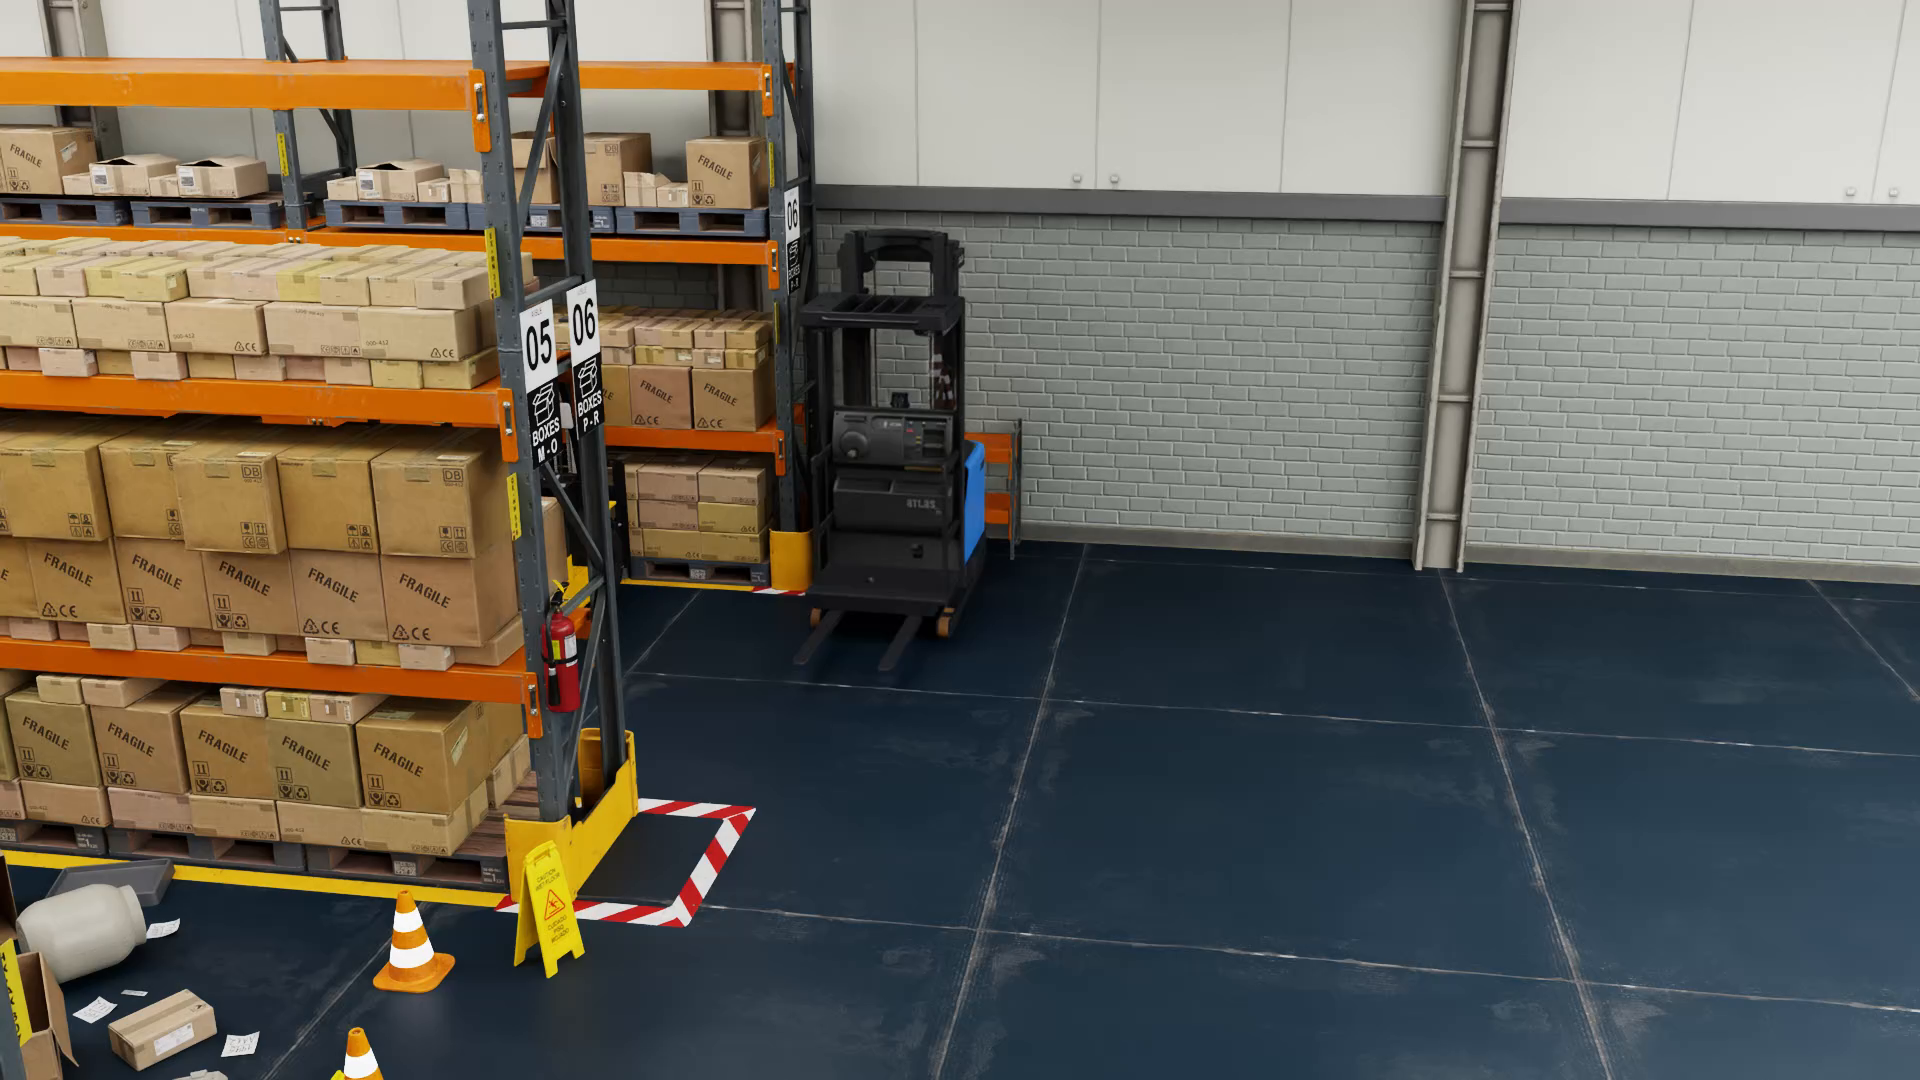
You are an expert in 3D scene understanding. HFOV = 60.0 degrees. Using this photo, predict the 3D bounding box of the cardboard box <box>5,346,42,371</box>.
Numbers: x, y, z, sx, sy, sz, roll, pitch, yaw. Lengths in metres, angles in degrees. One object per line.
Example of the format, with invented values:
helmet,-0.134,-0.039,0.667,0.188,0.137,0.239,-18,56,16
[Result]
cardboard box,-4.767,-1.000,8.732,0.250,0.149,0.380,2,19,7

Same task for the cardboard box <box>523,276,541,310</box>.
cardboard box,-2.556,-1.239,8.820,0.500,0.250,0.500,3,19,8

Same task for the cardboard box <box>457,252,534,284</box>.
cardboard box,-2.420,-1.401,8.676,0.250,0.149,0.380,3,19,8

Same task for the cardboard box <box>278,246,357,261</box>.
cardboard box,-3.404,-1.459,8.849,0.250,0.149,0.380,3,19,8

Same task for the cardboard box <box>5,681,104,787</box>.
cardboard box,-4.981,1.047,9.435,0.500,0.500,0.500,4,19,11

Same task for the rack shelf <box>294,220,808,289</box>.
rack shelf,-3.293,-2.375,13.581,4.000,0.370,1.077,3,19,9

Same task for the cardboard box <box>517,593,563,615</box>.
cardboard box,-2.404,0.399,9.279,0.250,0.149,0.380,3,19,9

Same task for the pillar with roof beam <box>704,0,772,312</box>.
pillar with roof beam,-2.545,-3.007,9.608,0.400,9.000,9.100,3,19,9

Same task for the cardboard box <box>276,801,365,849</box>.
cardboard box,-3.453,1.482,9.319,0.500,0.250,0.500,3,19,9

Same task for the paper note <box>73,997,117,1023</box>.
paper note,-4.166,2.262,8.013,0.142,0.019,0.148,10,21,27

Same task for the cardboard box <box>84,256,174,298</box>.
cardboard box,-4.244,-1.350,8.524,0.250,0.149,0.380,3,19,10

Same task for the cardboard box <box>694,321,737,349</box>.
cardboard box,-1.953,-1.644,13.341,0.250,0.149,0.380,3,19,9

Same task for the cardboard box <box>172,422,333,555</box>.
cardboard box,-3.659,-0.279,8.708,0.500,0.500,0.700,3,19,8

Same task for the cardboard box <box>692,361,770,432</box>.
cardboard box,-1.845,-1.183,13.454,0.500,0.500,0.500,3,19,7

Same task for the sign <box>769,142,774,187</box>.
sign,-1.418,-2.829,12.532,0.005,0.325,0.100,3,19,9

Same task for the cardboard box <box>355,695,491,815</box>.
cardboard box,-2.934,1.153,9.121,0.500,0.500,0.500,3,19,9

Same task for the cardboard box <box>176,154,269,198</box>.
cardboard box,-6.021,-2.981,13.580,0.500,0.311,0.500,2,19,7

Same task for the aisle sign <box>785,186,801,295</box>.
aisle sign,-1.300,-2.331,12.945,0.004,0.787,0.394,3,19,9

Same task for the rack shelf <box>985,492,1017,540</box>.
rack shelf,-0.017,-0.237,14.505,1.000,0.278,0.538,3,18,9

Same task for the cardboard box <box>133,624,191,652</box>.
cardboard box,-4.276,0.467,9.075,0.250,0.149,0.380,3,19,8

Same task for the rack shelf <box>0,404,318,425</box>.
rack shelf,-7.242,-1.154,14.659,4.000,0.370,1.077,3,19,9

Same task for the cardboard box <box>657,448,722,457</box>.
cardboard box,-2.256,-0.670,14.174,0.500,0.250,0.500,3,19,9

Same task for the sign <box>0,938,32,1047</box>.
sign,-2.693,1.296,4.713,0.005,0.325,0.100,3,19,9

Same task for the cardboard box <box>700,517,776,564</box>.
cardboard box,-1.832,-0.013,13.787,0.500,0.250,0.500,3,19,9

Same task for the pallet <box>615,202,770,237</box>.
pallet,-2.012,-2.618,13.311,1.213,0.211,1.003,3,19,9

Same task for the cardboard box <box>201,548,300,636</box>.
cardboard box,-3.668,0.180,8.913,0.500,0.500,0.500,3,19,8

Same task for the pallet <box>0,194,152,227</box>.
pallet,-7.428,-2.867,14.216,1.213,0.211,1.003,4,19,11

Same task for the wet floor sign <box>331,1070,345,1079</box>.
wet floor sign,-2.444,2.415,6.567,0.232,0.644,0.267,0,19,-1

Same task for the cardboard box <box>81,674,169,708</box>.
cardboard box,-4.623,0.780,9.213,0.250,0.149,0.380,4,19,12

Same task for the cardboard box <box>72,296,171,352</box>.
cardboard box,-4.158,-1.147,8.543,0.500,0.250,0.500,3,19,9

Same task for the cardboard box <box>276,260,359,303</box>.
cardboard box,-3.228,-1.305,8.388,0.250,0.149,0.380,3,19,9

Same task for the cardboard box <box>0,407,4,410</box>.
cardboard box,-5.651,-0.412,9.105,0.500,0.500,0.700,3,19,8

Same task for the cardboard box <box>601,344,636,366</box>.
cardboard box,-2.722,-1.528,13.464,0.250,0.149,0.380,2,19,7

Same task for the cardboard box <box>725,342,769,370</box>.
cardboard box,-1.705,-1.478,13.313,0.250,0.149,0.380,3,19,9

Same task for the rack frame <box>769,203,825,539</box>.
rack frame,-1.318,-1.193,13.642,0.127,3.000,1.000,3,19,9

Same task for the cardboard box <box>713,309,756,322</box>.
cardboard box,-1.868,-1.806,13.825,0.250,0.149,0.380,4,19,11

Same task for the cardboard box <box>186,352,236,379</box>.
cardboard box,-3.758,-0.945,8.568,0.250,0.149,0.380,2,19,7

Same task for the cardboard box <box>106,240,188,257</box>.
cardboard box,-4.412,-1.529,9.058,0.250,0.149,0.380,3,19,9

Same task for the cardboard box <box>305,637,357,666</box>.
cardboard box,-3.281,0.528,8.893,0.250,0.149,0.380,3,19,10

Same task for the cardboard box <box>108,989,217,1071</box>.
cardboard box,-3.715,2.281,7.752,0.250,0.149,0.380,14,23,37

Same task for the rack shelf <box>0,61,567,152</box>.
rack shelf,-4.076,-2.241,8.457,4.000,0.370,1.077,3,19,9

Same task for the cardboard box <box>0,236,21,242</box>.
cardboard box,-5.434,-1.584,9.222,0.250,0.149,0.380,2,19,7

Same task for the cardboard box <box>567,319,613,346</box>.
cardboard box,-2.981,-1.674,13.431,0.250,0.149,0.380,3,19,10

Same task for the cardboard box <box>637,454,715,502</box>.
cardboard box,-2.327,-0.512,13.702,0.500,0.250,0.500,3,19,10

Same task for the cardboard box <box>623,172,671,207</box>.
cardboard box,-2.435,-2.758,12.983,0.258,0.266,0.396,3,19,9

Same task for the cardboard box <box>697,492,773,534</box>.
cardboard box,-1.848,-0.252,13.713,0.500,0.250,0.500,3,19,8

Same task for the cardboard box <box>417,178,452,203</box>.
cardboard box,-4.114,-2.788,13.258,0.250,0.149,0.380,3,19,10

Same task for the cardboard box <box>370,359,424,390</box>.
cardboard box,-2.749,-0.874,8.356,0.250,0.149,0.380,3,19,9

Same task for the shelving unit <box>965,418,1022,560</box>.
shelving unit,-0.016,-0.470,14.429,1.048,1.125,0.538,3,18,9

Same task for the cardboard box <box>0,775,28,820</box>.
cardboard box,-5.511,1.380,9.624,0.500,0.250,0.500,2,19,6

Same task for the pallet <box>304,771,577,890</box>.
pallet,-2.973,1.629,9.603,1.213,0.211,1.003,3,19,9

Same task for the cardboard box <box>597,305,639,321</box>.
cardboard box,-2.881,-1.872,14.023,0.250,0.149,0.380,2,19,7

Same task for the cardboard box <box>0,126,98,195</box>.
cardboard box,-7.535,-3.148,13.781,0.500,0.500,0.500,3,19,10

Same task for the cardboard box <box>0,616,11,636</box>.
cardboard box,-5.266,0.396,9.287,0.250,0.149,0.380,3,19,8

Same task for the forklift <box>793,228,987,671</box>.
forklift,-0.549,-0.773,12.494,1.130,2.935,3.031,3,19,10
